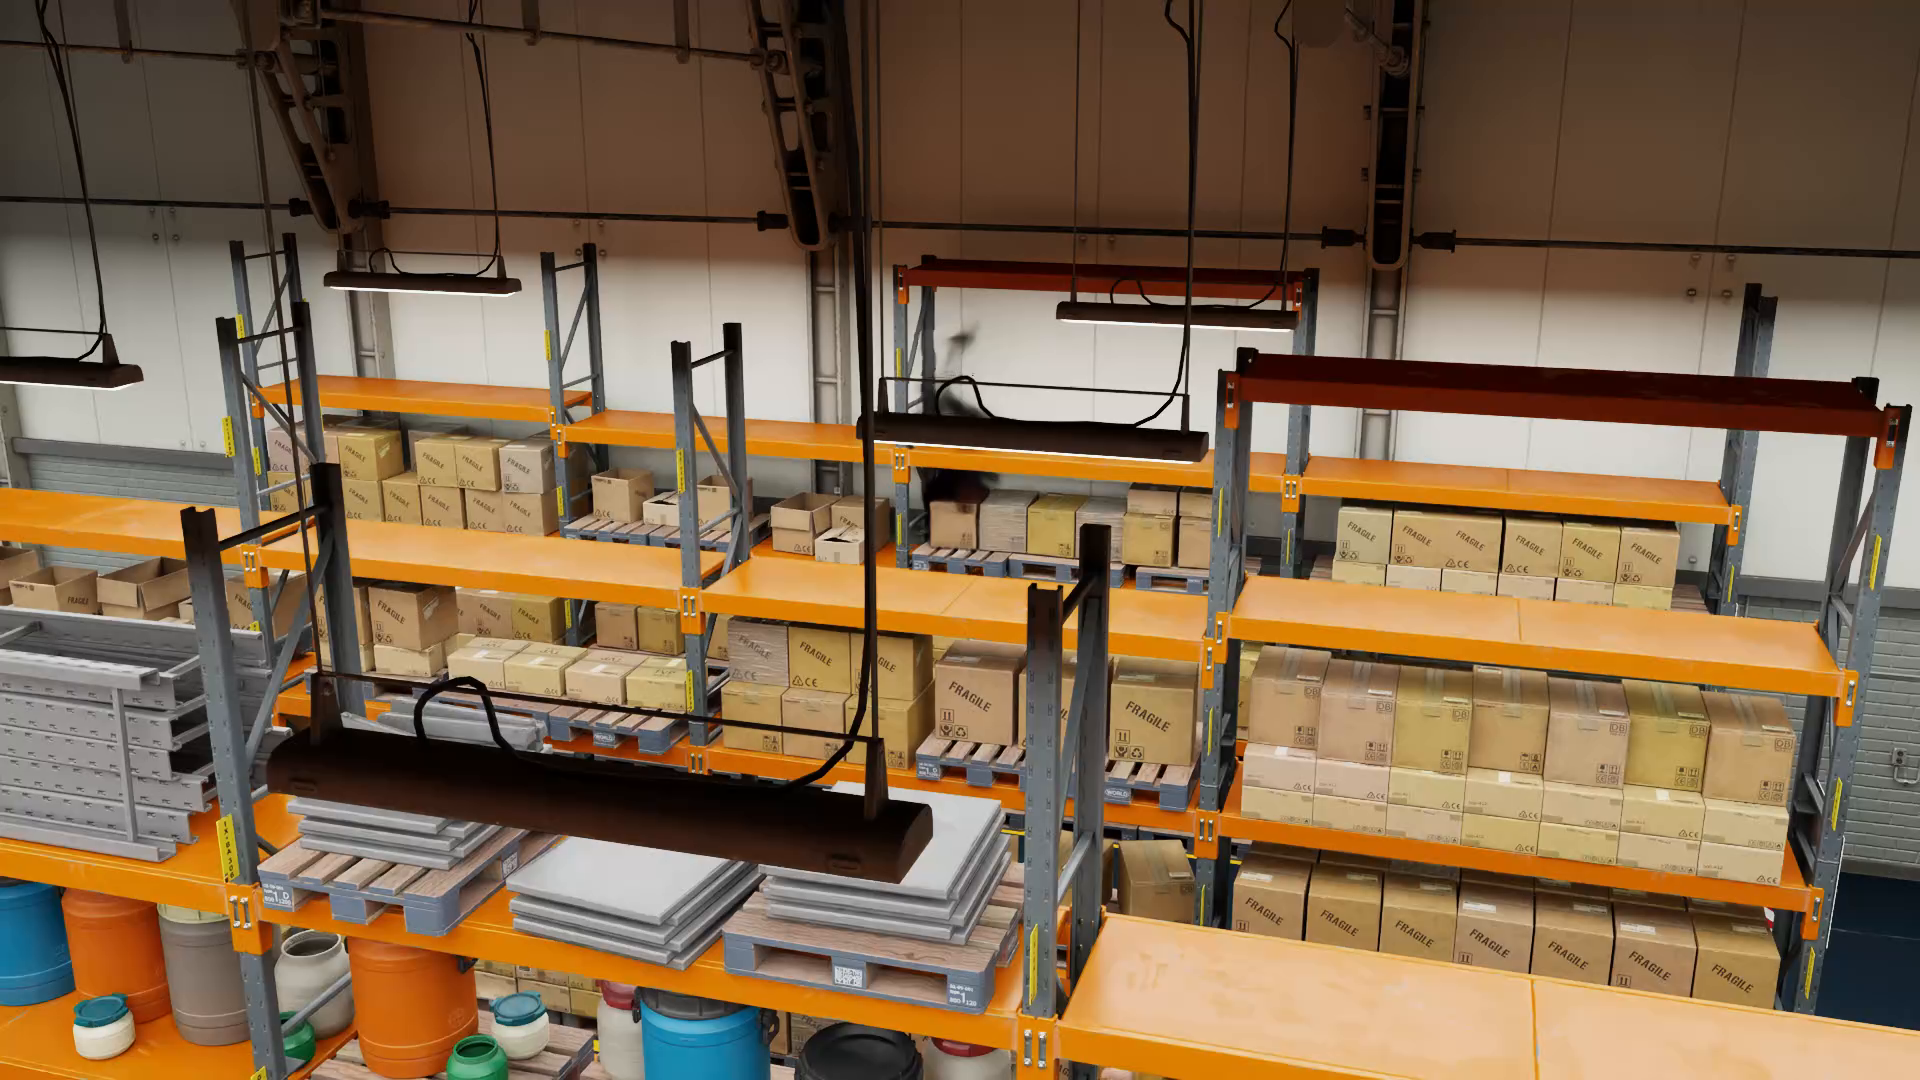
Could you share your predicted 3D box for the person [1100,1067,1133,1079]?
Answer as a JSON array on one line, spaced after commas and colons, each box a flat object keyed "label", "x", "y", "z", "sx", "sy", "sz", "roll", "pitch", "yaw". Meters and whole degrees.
[{"label": "person", "x": 1.047, "y": 4.220, "z": 10.901, "sx": 0.945, "sy": 1.819, "sz": 0.692, "roll": 1, "pitch": 16, "yaw": 3}]
